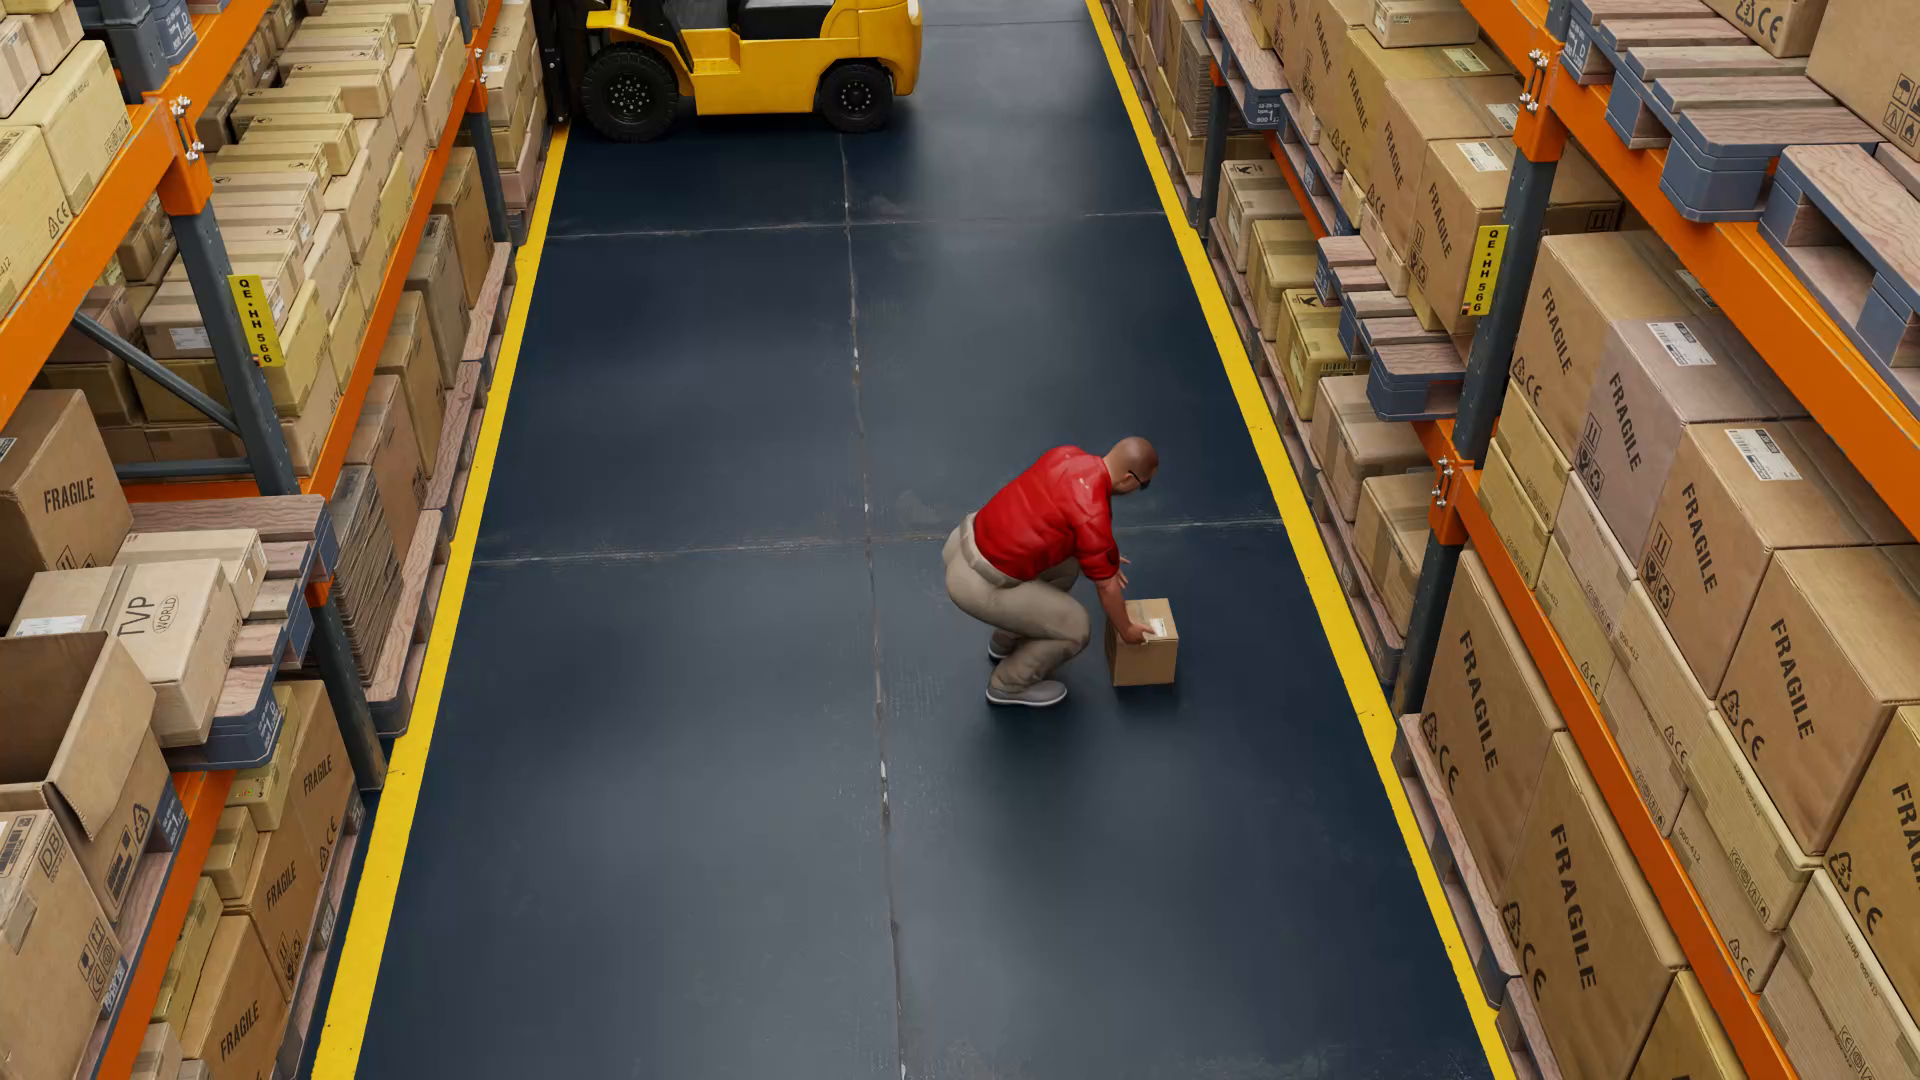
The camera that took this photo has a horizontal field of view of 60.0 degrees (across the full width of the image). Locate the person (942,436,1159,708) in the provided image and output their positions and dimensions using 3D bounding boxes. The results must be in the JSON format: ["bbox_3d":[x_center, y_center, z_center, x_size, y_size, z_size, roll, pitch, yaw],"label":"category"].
[{"bbox_3d":[0.344,0.091,6.548,0.830,1.114,0.576,-3,39,-4],"label":"person"}]
